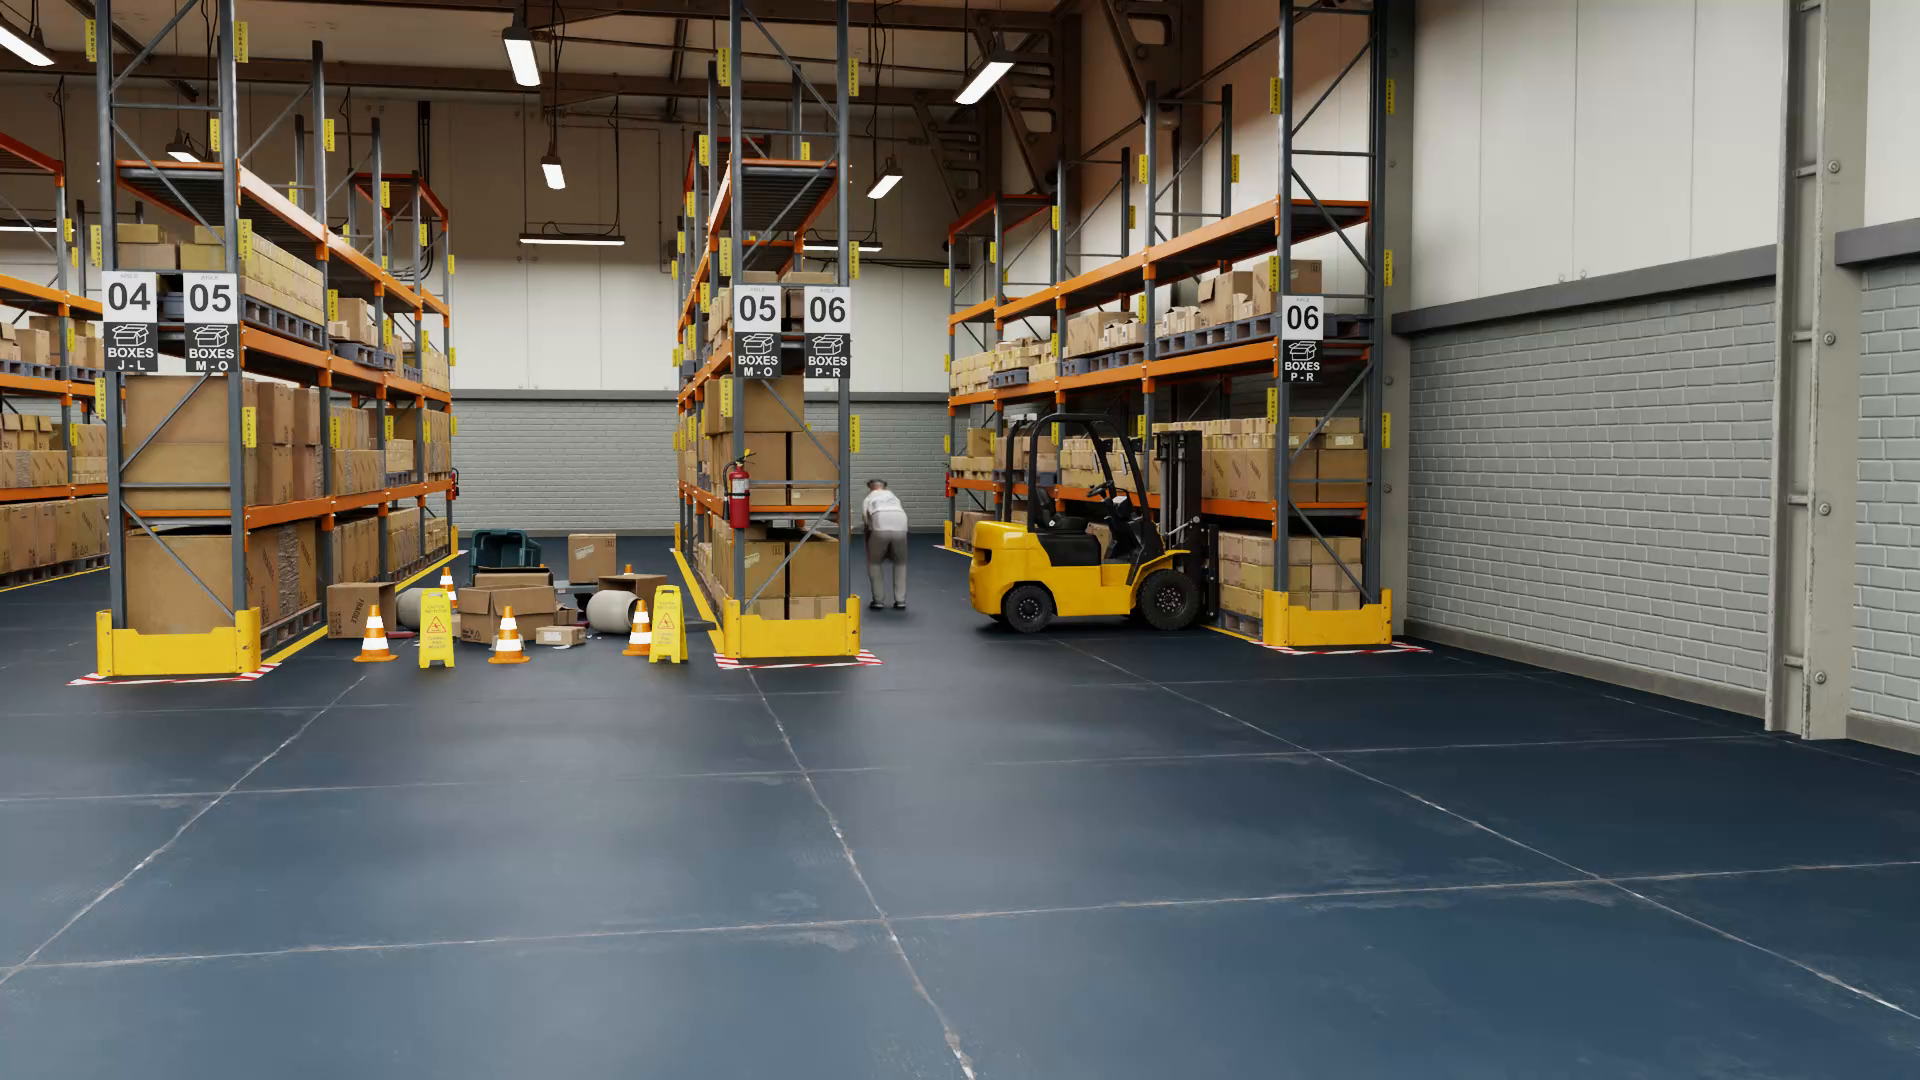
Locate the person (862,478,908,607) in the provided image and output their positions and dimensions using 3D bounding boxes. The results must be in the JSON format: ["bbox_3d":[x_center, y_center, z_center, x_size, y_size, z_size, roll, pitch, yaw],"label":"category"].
[{"bbox_3d":[-0.878,0.033,19.155,0.478,1.471,0.914,-1,3,-14],"label":"person"}]
